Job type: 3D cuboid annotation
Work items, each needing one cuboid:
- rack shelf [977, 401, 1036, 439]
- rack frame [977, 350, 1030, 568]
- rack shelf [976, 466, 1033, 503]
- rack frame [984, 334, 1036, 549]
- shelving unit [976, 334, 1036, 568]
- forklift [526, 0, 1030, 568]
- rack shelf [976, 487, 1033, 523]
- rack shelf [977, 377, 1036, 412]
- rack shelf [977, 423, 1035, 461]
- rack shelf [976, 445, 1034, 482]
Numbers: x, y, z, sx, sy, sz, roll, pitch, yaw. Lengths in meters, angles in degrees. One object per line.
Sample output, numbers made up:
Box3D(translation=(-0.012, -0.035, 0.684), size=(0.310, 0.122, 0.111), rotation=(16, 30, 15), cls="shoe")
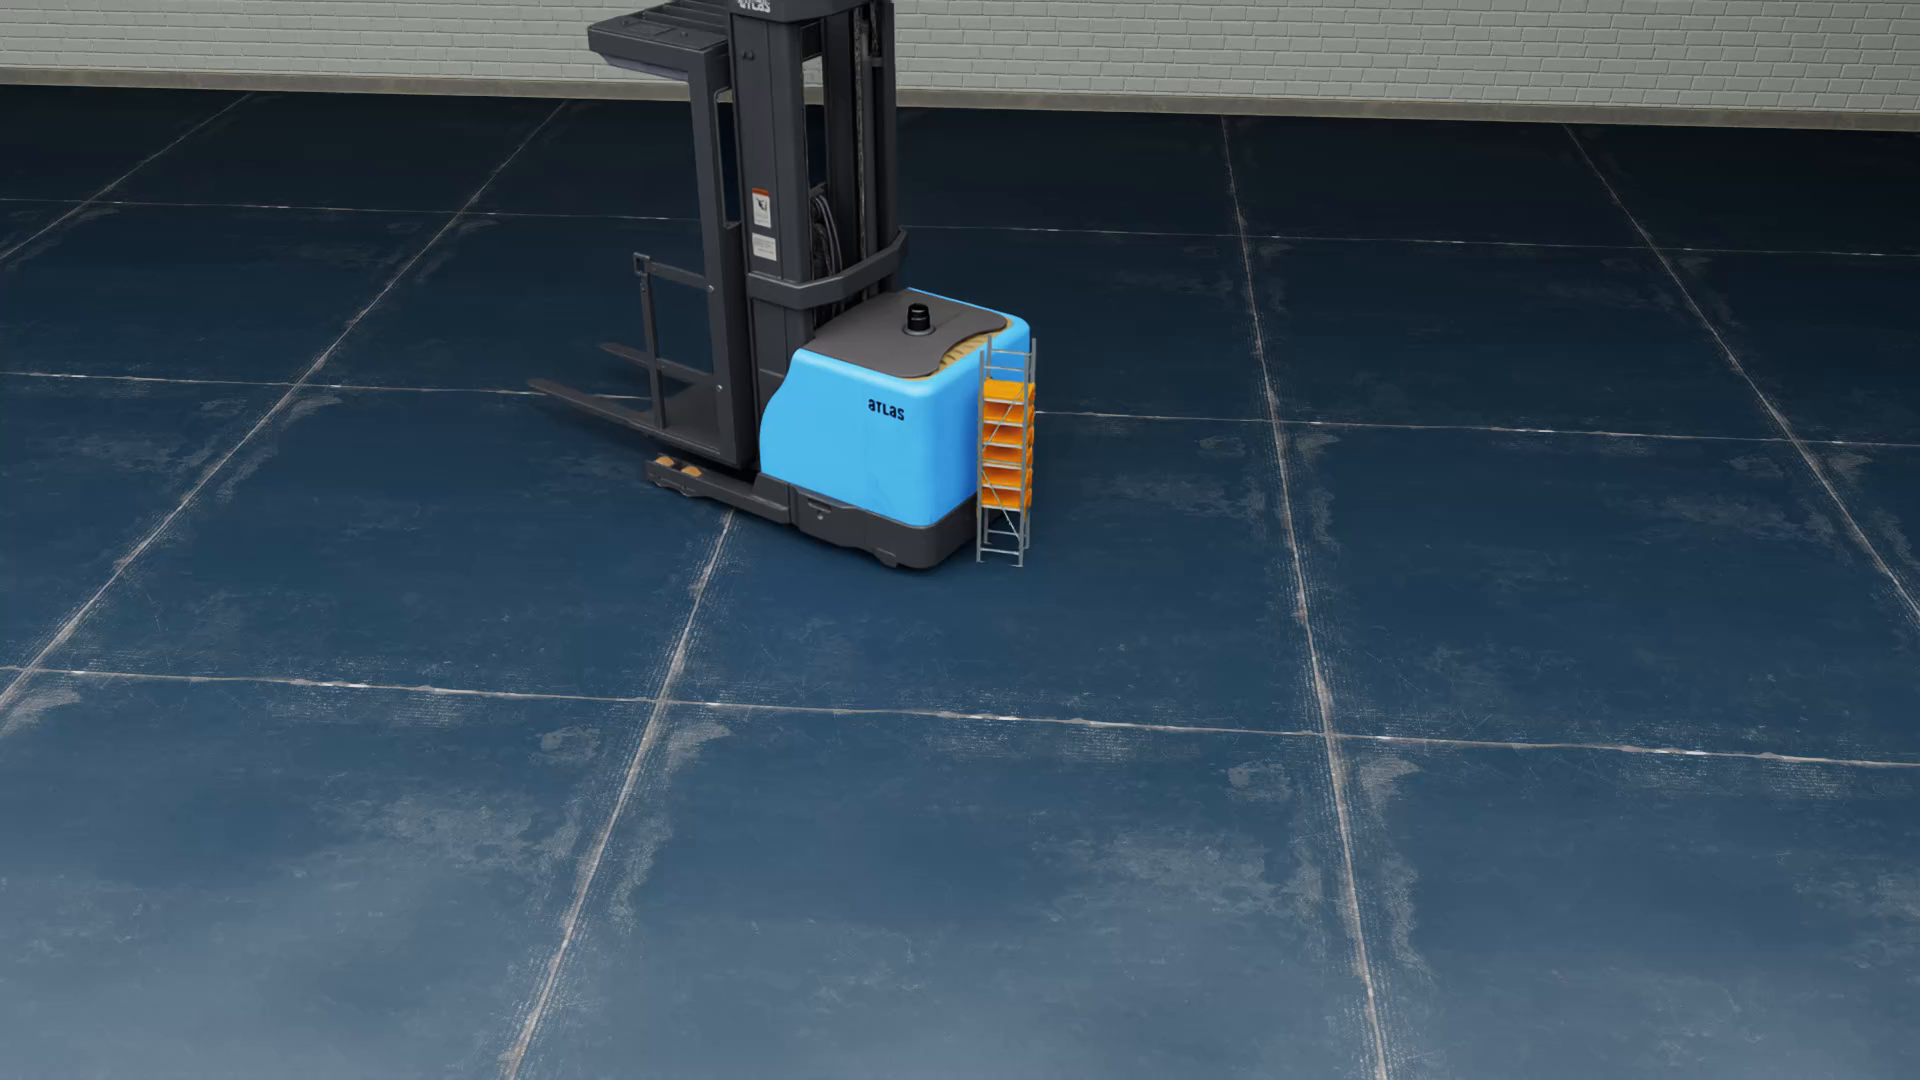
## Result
Box3D(translation=(0.229, -0.596, 8.199), size=(0.258, 0.103, 0.180), rotation=(7, 32, 10), cls="rack shelf")
Box3D(translation=(0.208, -0.383, 8.226), size=(0.240, 1.200, 0.006), rotation=(7, 32, 10), cls="rack frame")
Box3D(translation=(0.226, -0.290, 8.389), size=(0.258, 0.103, 0.180), rotation=(7, 32, 10), cls="rack shelf")
Box3D(translation=(0.247, -0.477, 8.378), size=(0.240, 1.200, 0.006), rotation=(7, 32, 10), cls="rack frame")
Box3D(translation=(0.227, -0.430, 8.302), size=(0.258, 1.200, 0.189), rotation=(7, 32, 10), cls="shelving unit")
Box3D(translation=(-1.132, -1.693, 8.703), size=(3.031, 2.935, 1.130), rotation=(19, 37, 28), cls="forklift")
Box3D(translation=(0.225, -0.188, 8.452), size=(0.258, 0.103, 0.180), rotation=(7, 32, 10), cls="rack shelf")
Box3D(translation=(0.230, -0.698, 8.136), size=(0.258, 0.103, 0.180), rotation=(7, 32, 10), cls="rack shelf")
Box3D(translation=(0.228, -0.494, 8.262), size=(0.258, 0.103, 0.180), rotation=(7, 32, 10), cls="rack shelf")
Box3D(translation=(0.227, -0.392, 8.325), size=(0.258, 0.103, 0.180), rotation=(7, 32, 10), cls="rack shelf")
